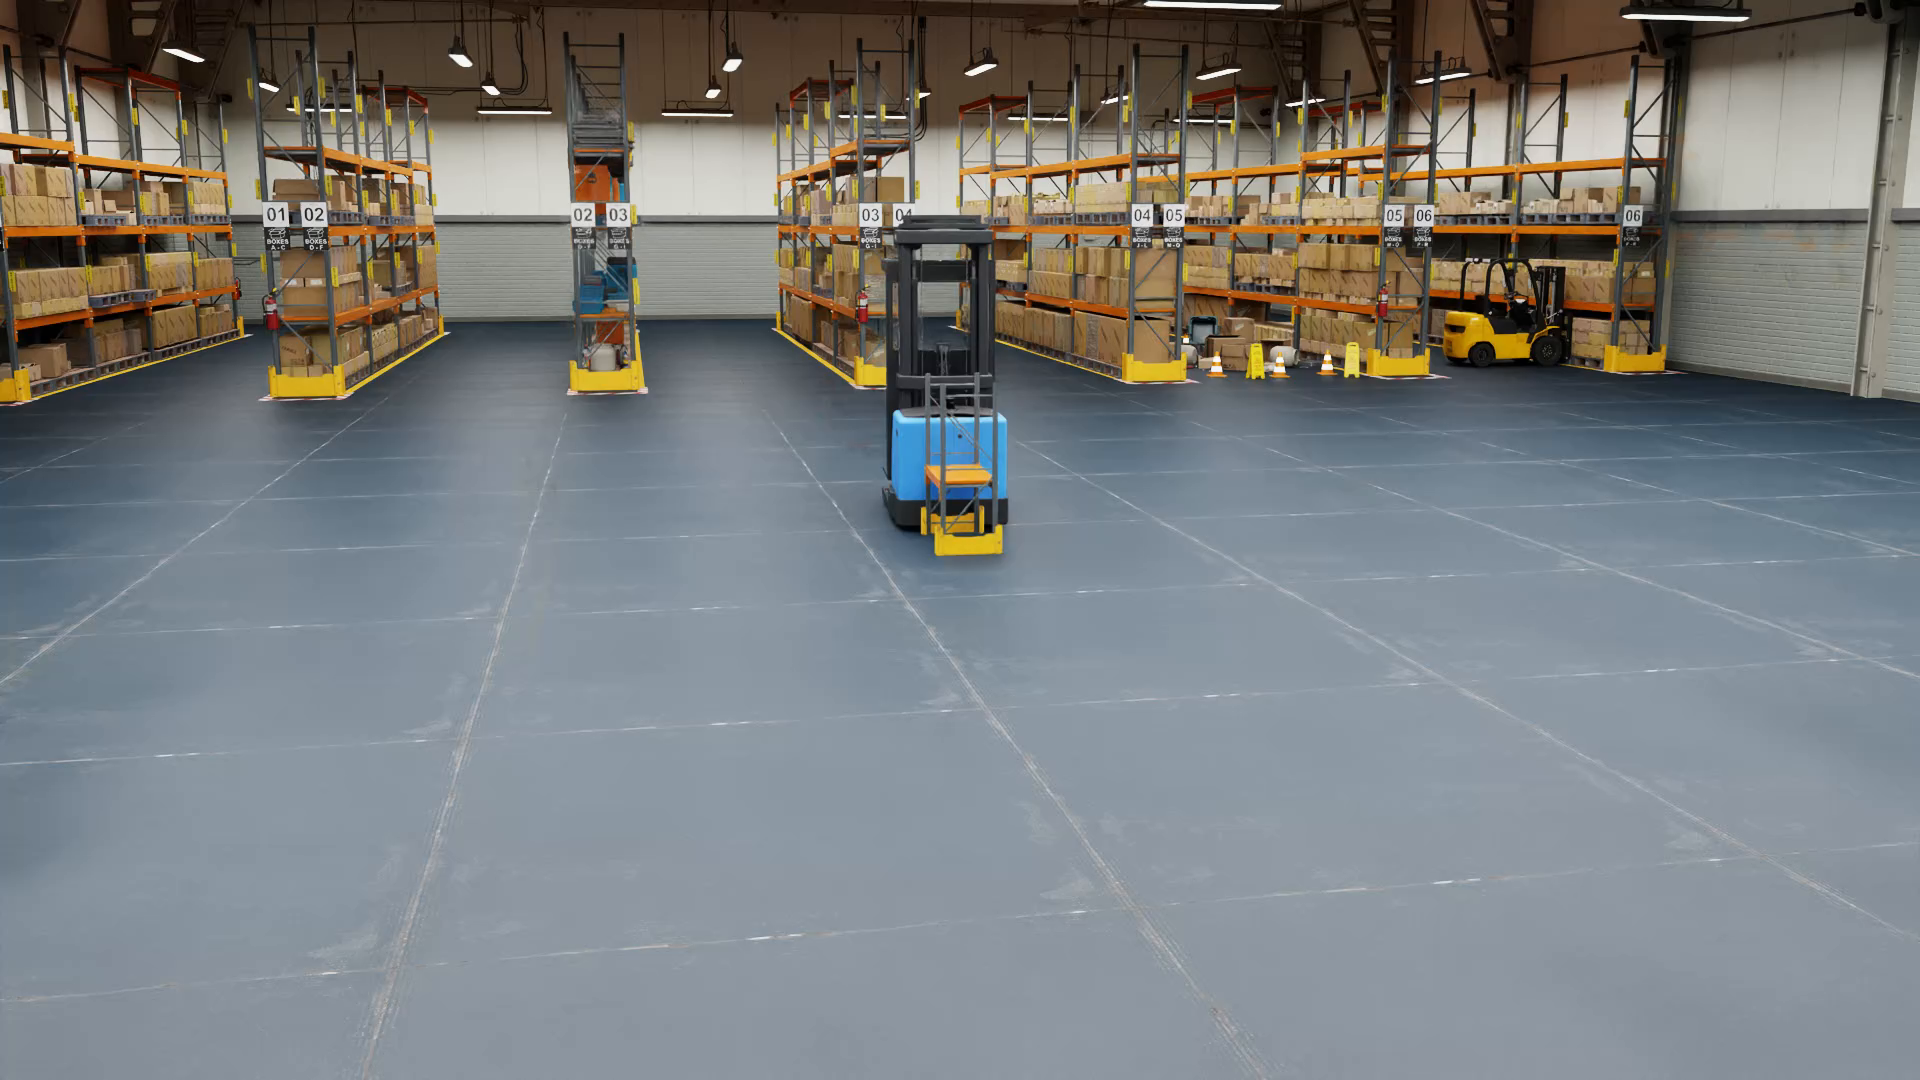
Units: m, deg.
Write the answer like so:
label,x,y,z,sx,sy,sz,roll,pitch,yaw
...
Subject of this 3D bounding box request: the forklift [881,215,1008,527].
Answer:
label,x,y,z,sx,sy,sz,roll,pitch,yaw
forklift,-0.220,-1.792,16.827,1.130,2.935,3.031,-1,11,-6

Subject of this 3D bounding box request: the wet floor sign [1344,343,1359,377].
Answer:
label,x,y,z,sx,sy,sz,roll,pitch,yaw
wet floor sign,7.414,-3.410,31.442,0.267,0.644,0.232,2,11,9

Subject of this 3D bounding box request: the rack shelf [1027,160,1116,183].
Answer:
label,x,y,z,sx,sy,sz,roll,pitch,yaw
rack shelf,2.424,-7.940,35.892,1.077,0.370,4.000,-2,11,-11

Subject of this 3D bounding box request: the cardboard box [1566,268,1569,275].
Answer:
label,x,y,z,sx,sy,sz,roll,pitch,yaw
cardboard box,12.719,-5.526,34.261,0.380,0.149,0.250,-2,11,-11

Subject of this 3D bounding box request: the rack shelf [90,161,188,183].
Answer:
label,x,y,z,sx,sy,sz,roll,pitch,yaw
rack shelf,-17.815,-7.971,36.057,1.077,0.370,4.000,-2,11,-11

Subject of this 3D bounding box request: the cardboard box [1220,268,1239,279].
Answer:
label,x,y,z,sx,sy,sz,roll,pitch,yaw
cardboard box,6.528,-6.359,39.704,0.500,0.250,0.500,-2,11,-11

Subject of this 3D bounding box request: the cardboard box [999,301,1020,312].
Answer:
label,x,y,z,sx,sy,sz,roll,pitch,yaw
cardboard box,1.248,-5.747,40.979,0.500,0.250,0.500,-2,11,-9

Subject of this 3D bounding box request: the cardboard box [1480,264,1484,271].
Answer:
label,x,y,z,sx,sy,sz,roll,pitch,yaw
cardboard box,11.998,-6.165,37.616,0.380,0.149,0.250,-2,11,-12

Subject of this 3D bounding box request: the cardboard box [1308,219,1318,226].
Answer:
label,x,y,z,sx,sy,sz,roll,pitch,yaw
cardboard box,7.463,-6.608,34.596,0.380,0.149,0.250,-2,11,-11

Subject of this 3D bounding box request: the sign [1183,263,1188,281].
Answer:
label,x,y,z,sx,sy,sz,roll,pitch,yaw
sign,4.137,-4.925,30.578,0.100,0.325,0.005,-2,11,-11

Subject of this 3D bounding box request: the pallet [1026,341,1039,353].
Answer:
label,x,y,z,sx,sy,sz,roll,pitch,yaw
pallet,2.115,-4.392,37.762,1.003,0.211,1.213,-2,11,-11

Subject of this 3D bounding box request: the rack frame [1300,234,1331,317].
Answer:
label,x,y,z,sx,sy,sz,roll,pitch,yaw
rack frame,10.183,-7.756,47.979,1.000,3.000,0.127,-2,11,-11

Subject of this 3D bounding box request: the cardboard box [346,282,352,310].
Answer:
label,x,y,z,sx,sy,sz,roll,pitch,yaw
cardboard box,-11.494,-4.434,30.254,0.700,0.500,0.500,-2,11,-10

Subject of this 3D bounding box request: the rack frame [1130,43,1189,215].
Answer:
label,x,y,z,sx,sy,sz,roll,pitch,yaw
rack frame,3.591,-7.389,30.005,1.000,3.000,0.127,-2,11,-11

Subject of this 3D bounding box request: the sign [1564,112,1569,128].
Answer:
label,x,y,z,sx,sy,sz,roll,pitch,yaw
sign,13.066,-9.055,35.835,0.100,0.325,0.005,-2,11,-11

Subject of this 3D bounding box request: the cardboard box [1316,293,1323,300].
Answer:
label,x,y,z,sx,sy,sz,roll,pitch,yaw
cardboard box,7.591,-5.043,34.394,0.380,0.149,0.250,-2,11,-9

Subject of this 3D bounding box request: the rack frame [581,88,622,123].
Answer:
label,x,y,z,sx,sy,sz,roll,pitch,yaw
rack frame,-8.486,-9.248,39.772,1.000,3.000,0.127,-2,11,-11

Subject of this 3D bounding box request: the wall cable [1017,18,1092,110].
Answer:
label,x,y,z,sx,sy,sz,roll,pitch,yaw
wall cable,2.905,-14.758,51.074,2.355,3.000,0.029,-2,11,-11

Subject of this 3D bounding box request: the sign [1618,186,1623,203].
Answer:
label,x,y,z,sx,sy,sz,roll,pitch,yaw
sign,12.760,-6.674,32.115,0.100,0.325,0.005,-2,11,-11

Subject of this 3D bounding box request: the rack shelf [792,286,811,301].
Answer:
label,x,y,z,sx,sy,sz,roll,pitch,yaw
rack shelf,-3.239,-5.761,39.419,1.077,0.370,4.000,-2,11,-11

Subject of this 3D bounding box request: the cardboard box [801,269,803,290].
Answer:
label,x,y,z,sx,sy,sz,roll,pitch,yaw
cardboard box,-3.482,-6.158,39.315,0.500,0.500,0.500,-2,11,-10

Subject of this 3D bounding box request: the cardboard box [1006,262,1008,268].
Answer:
label,x,y,z,sx,sy,sz,roll,pitch,yaw
cardboard box,1.296,-6.545,39.573,0.380,0.149,0.250,-2,11,-11

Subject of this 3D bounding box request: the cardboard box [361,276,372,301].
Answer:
label,x,y,z,sx,sy,sz,roll,pitch,yaw
cardboard box,-12.123,-5.033,33.405,0.500,0.500,0.500,-2,11,-11

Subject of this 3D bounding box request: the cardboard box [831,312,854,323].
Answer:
label,x,y,z,sx,sy,sz,roll,pitch,yaw
cardboard box,-2.577,-4.885,36.398,0.500,0.250,0.500,-1,11,-5

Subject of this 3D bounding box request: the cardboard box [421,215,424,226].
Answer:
label,x,y,z,sx,sy,sz,roll,pitch,yaw
cardboard box,-13.386,-7.803,40.604,0.500,0.250,0.500,-2,11,-11

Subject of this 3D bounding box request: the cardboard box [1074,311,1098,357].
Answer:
label,x,y,z,sx,sy,sz,roll,pitch,yaw
cardboard box,2.867,-4.220,33.961,0.875,0.875,0.875,-2,11,-10

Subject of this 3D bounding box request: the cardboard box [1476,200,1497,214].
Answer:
label,x,y,z,sx,sy,sz,roll,pitch,yaw
cardboard box,11.988,-7.505,37.486,0.500,0.311,0.500,-3,11,-13

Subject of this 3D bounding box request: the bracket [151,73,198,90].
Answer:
label,x,y,z,sx,sy,sz,roll,pitch,yaw
bracket,-19.422,-11.315,41.002,0.076,0.066,4.783,-2,11,-11

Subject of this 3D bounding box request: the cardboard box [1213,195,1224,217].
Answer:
label,x,y,z,sx,sy,sz,roll,pitch,yaw
cardboard box,6.492,-8.012,39.907,0.700,0.500,0.500,-3,11,-14

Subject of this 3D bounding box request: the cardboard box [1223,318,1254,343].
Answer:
label,x,y,z,sx,sy,sz,roll,pitch,yaw
cardboard box,5.909,-4.448,35.258,0.500,0.500,0.500,-2,11,-11

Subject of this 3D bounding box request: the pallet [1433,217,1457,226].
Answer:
label,x,y,z,sx,sy,sz,roll,pitch,yaw
pallet,11.959,-7.549,39.371,1.213,0.211,1.003,-2,11,-8

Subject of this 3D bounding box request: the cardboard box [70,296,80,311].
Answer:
label,x,y,z,sx,sy,sz,roll,pitch,yaw
cardboard box,-16.170,-4.242,29.863,0.500,0.250,0.500,-2,11,-11

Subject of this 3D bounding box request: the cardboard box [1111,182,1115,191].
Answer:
label,x,y,z,sx,sy,sz,roll,pitch,yaw
cardboard box,3.044,-6.629,31.183,0.380,0.149,0.250,-2,11,-10

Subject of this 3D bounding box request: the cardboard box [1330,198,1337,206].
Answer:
label,x,y,z,sx,sy,sz,roll,pitch,yaw
cardboard box,7.697,-6.810,33.522,0.380,0.149,0.250,-2,11,-12

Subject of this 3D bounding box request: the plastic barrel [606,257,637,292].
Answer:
label,x,y,z,sx,sy,sz,roll,pitch,yaw
plastic barrel,-6.708,-5.162,33.007,0.600,0.901,0.708,-2,11,-11

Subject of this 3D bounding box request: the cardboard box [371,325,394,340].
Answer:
label,x,y,z,sx,sy,sz,roll,pitch,yaw
cardboard box,-12.117,-4.337,34.744,0.500,0.311,0.500,-2,11,-12

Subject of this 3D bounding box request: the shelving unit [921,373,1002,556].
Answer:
label,x,y,z,sx,sy,sz,roll,pitch,yaw
shelving unit,0.003,-0.705,14.942,0.587,1.500,1.083,-2,11,-8

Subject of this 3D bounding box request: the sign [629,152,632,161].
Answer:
label,x,y,z,sx,sy,sz,roll,pitch,yaw
sign,-7.170,-8.377,36.060,0.100,0.325,0.005,-2,11,-11

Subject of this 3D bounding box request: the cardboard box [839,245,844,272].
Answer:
label,x,y,z,sx,sy,sz,roll,pitch,yaw
cardboard box,-2.038,-5.425,31.994,0.500,0.500,0.500,-2,11,-11

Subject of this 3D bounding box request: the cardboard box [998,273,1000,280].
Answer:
label,x,y,z,sx,sy,sz,roll,pitch,yaw
cardboard box,1.142,-6.398,40.389,0.380,0.149,0.250,-2,11,-12

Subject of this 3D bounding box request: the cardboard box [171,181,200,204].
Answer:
label,x,y,z,sx,sy,sz,roll,pitch,yaw
cardboard box,-18.067,-8.105,38.796,0.500,0.500,0.500,-2,11,-12

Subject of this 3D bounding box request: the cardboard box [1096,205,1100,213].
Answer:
label,x,y,z,sx,sy,sz,roll,pitch,yaw
cardboard box,2.847,-6.423,32.234,0.380,0.149,0.250,-2,11,-10

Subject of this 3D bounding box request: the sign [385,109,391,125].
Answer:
label,x,y,z,sx,sy,sz,roll,pitch,yaw
sign,-12.024,-8.893,34.982,0.100,0.325,0.005,-2,11,-11

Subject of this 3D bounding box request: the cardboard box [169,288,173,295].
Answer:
label,x,y,z,sx,sy,sz,roll,pitch,yaw
cardboard box,-17.616,-5.492,36.699,0.380,0.149,0.250,-2,11,-9

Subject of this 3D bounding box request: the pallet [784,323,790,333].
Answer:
label,x,y,z,sx,sy,sz,roll,pitch,yaw
pallet,-4.173,-5.701,44.639,1.003,0.211,1.213,-2,11,-11

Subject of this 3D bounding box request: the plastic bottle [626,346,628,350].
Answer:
label,x,y,z,sx,sy,sz,roll,pitch,yaw
plastic bottle,-6.513,-3.639,32.436,0.061,0.283,0.133,-2,11,-8

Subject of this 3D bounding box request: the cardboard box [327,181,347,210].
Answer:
label,x,y,z,sx,sy,sz,roll,pitch,yaw
cardboard box,-11.066,-6.033,29.137,0.500,0.500,0.500,-2,11,-11

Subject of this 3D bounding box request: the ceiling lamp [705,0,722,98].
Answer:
label,x,y,z,sx,sy,sz,roll,pitch,yaw
ceiling lamp,-5.578,-12.064,38.957,0.800,3.185,2.000,-2,11,-11

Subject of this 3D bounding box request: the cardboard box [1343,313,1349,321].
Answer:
label,x,y,z,sx,sy,sz,roll,pitch,yaw
cardboard box,7.832,-4.432,33.002,0.380,0.149,0.250,-2,11,-10

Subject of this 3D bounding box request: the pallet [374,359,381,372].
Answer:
label,x,y,z,sx,sy,sz,roll,pitch,yaw
pallet,-11.971,-3.418,32.645,1.003,0.211,1.213,-2,11,-11

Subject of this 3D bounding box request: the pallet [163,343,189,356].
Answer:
label,x,y,z,sx,sy,sz,roll,pitch,yaw
pallet,-17.739,-4.208,36.794,1.003,0.211,1.213,-2,11,-11
